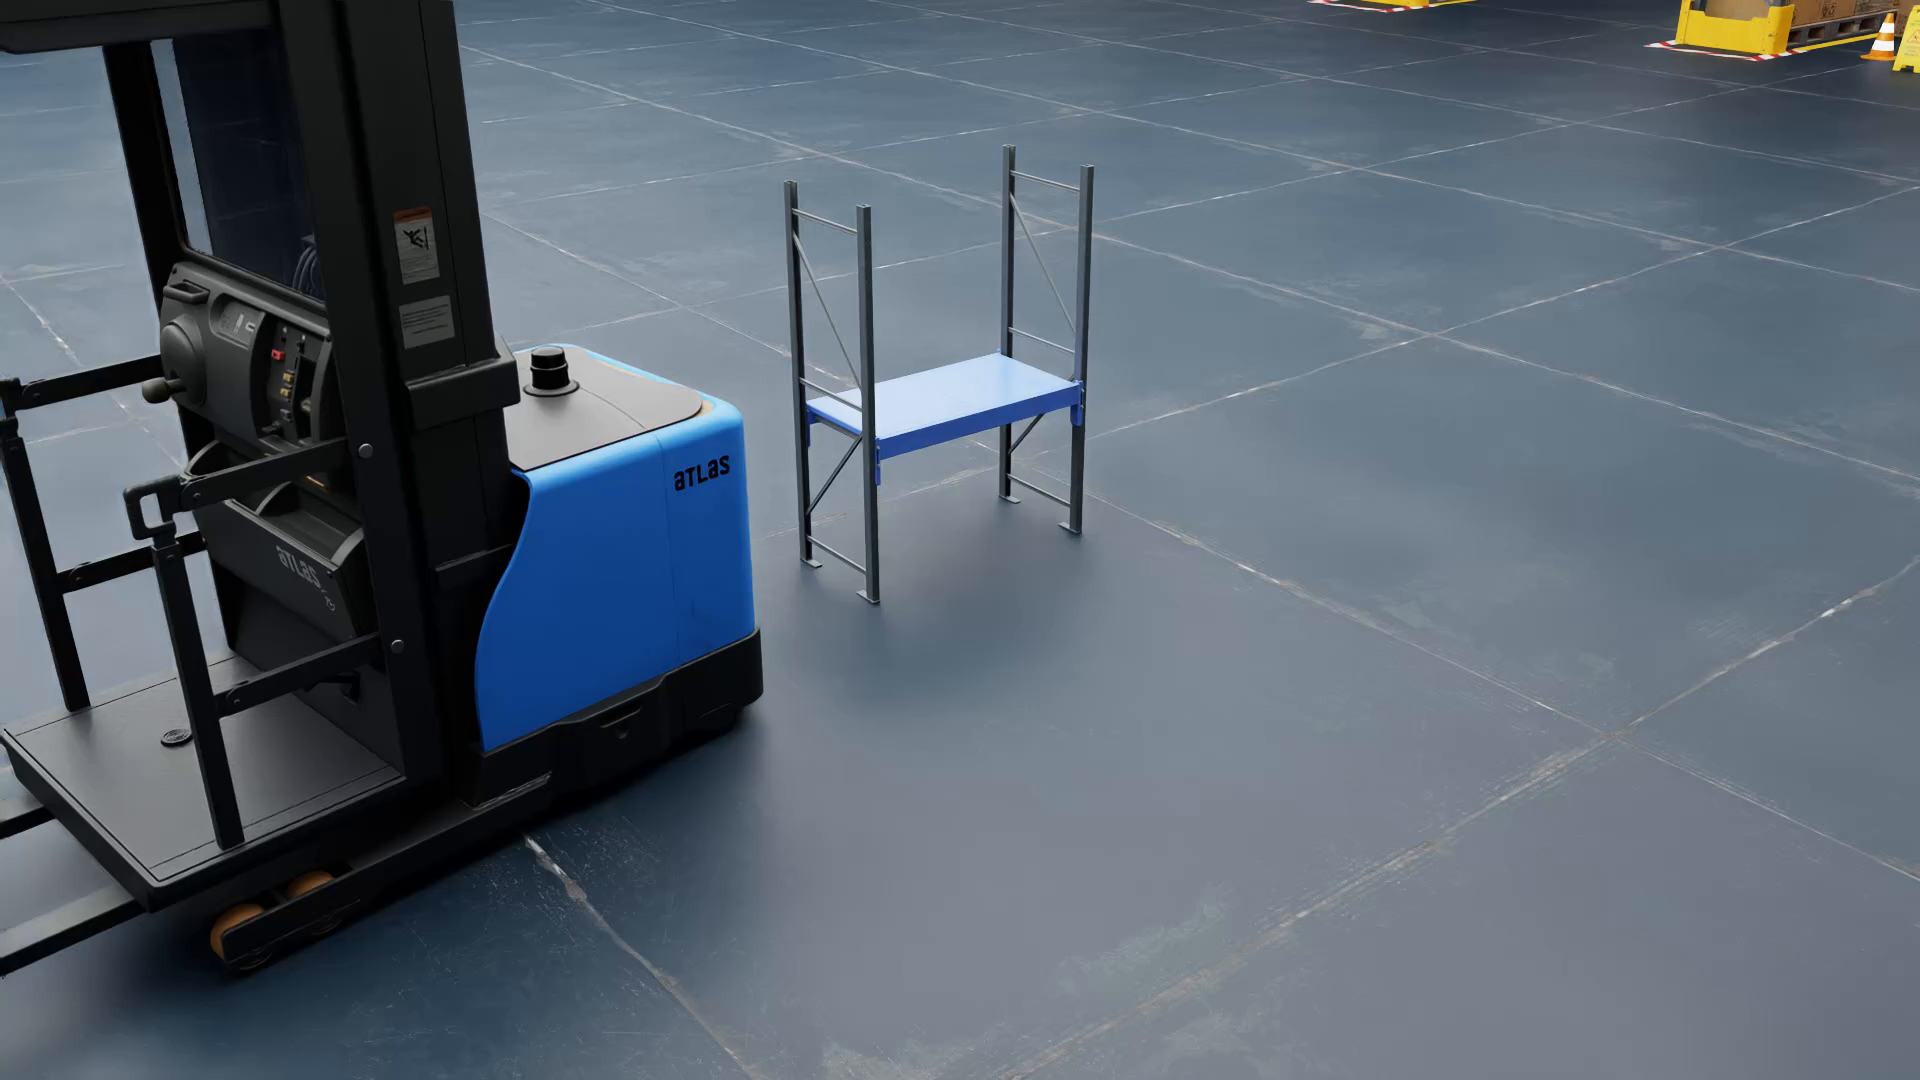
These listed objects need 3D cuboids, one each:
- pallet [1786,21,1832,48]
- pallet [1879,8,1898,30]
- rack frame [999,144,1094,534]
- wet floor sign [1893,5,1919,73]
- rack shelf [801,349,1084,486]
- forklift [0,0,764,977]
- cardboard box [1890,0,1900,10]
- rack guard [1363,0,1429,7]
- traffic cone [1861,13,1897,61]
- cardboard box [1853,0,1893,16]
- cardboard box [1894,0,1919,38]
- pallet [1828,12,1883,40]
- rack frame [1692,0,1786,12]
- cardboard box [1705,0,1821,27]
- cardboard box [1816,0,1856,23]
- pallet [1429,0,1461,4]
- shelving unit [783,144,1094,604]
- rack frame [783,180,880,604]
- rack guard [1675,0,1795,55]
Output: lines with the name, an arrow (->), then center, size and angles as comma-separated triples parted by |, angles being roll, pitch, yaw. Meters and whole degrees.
pallet -> 9.234, -5.866, 19.140 | 1.213, 0.211, 1.003 | -18, 31, -34
pallet -> 11.154, -6.500, 20.505 | 1.213, 0.211, 1.003 | -18, 31, -34
rack frame -> 0.333, -0.790, 6.671 | 0.032, 1.500, 0.500 | -18, 31, -34
wet floor sign -> 9.852, -5.166, 17.115 | 0.267, 0.644, 0.232 | 21, 32, 37
rack shelf -> -0.067, -0.495, 6.462 | 1.000, 0.185, 0.538 | -18, 31, -34
forklift -> -2.029, -0.454, 4.247 | 1.130, 2.935, 3.031 | 22, 33, 39
cardboard box -> 11.263, -7.023, 20.345 | 0.875, 0.875, 0.875 | -18, 30, -33
rack guard -> 5.732, -7.453, 22.215 | 0.348, 0.500, 1.175 | -18, 31, -34
traffic cone -> 9.948, -5.415, 17.867 | 0.334, 0.463, 0.336 | -18, 31, -34
cardboard box -> 10.556, -6.788, 19.838 | 0.875, 0.875, 0.875 | -18, 30, -34
cardboard box -> 11.213, -6.061, 19.213 | 0.500, 0.500, 0.500 | -13, 28, -25
pallet -> 10.194, -6.182, 19.819 | 1.213, 0.211, 1.003 | -18, 31, -34
rack frame -> 8.653, -6.898, 18.049 | 0.127, 3.000, 1.000 | -18, 31, -34
cardboard box -> 9.146, -6.322, 18.835 | 0.875, 0.875, 0.875 | -18, 30, -34
cardboard box -> 9.837, -6.552, 19.329 | 0.875, 0.875, 0.875 | -19, 31, -35
pallet -> 6.393, -7.521, 22.705 | 1.213, 0.211, 1.003 | -18, 31, -34
shelving unit -> -0.067, -0.658, 6.387 | 1.048, 1.500, 0.538 | -18, 31, -34
rack frame -> -0.467, -0.526, 6.102 | 0.032, 1.500, 0.500 | -18, 31, -34
rack guard -> 8.635, -5.758, 18.562 | 0.348, 0.500, 1.175 | -18, 31, -34
